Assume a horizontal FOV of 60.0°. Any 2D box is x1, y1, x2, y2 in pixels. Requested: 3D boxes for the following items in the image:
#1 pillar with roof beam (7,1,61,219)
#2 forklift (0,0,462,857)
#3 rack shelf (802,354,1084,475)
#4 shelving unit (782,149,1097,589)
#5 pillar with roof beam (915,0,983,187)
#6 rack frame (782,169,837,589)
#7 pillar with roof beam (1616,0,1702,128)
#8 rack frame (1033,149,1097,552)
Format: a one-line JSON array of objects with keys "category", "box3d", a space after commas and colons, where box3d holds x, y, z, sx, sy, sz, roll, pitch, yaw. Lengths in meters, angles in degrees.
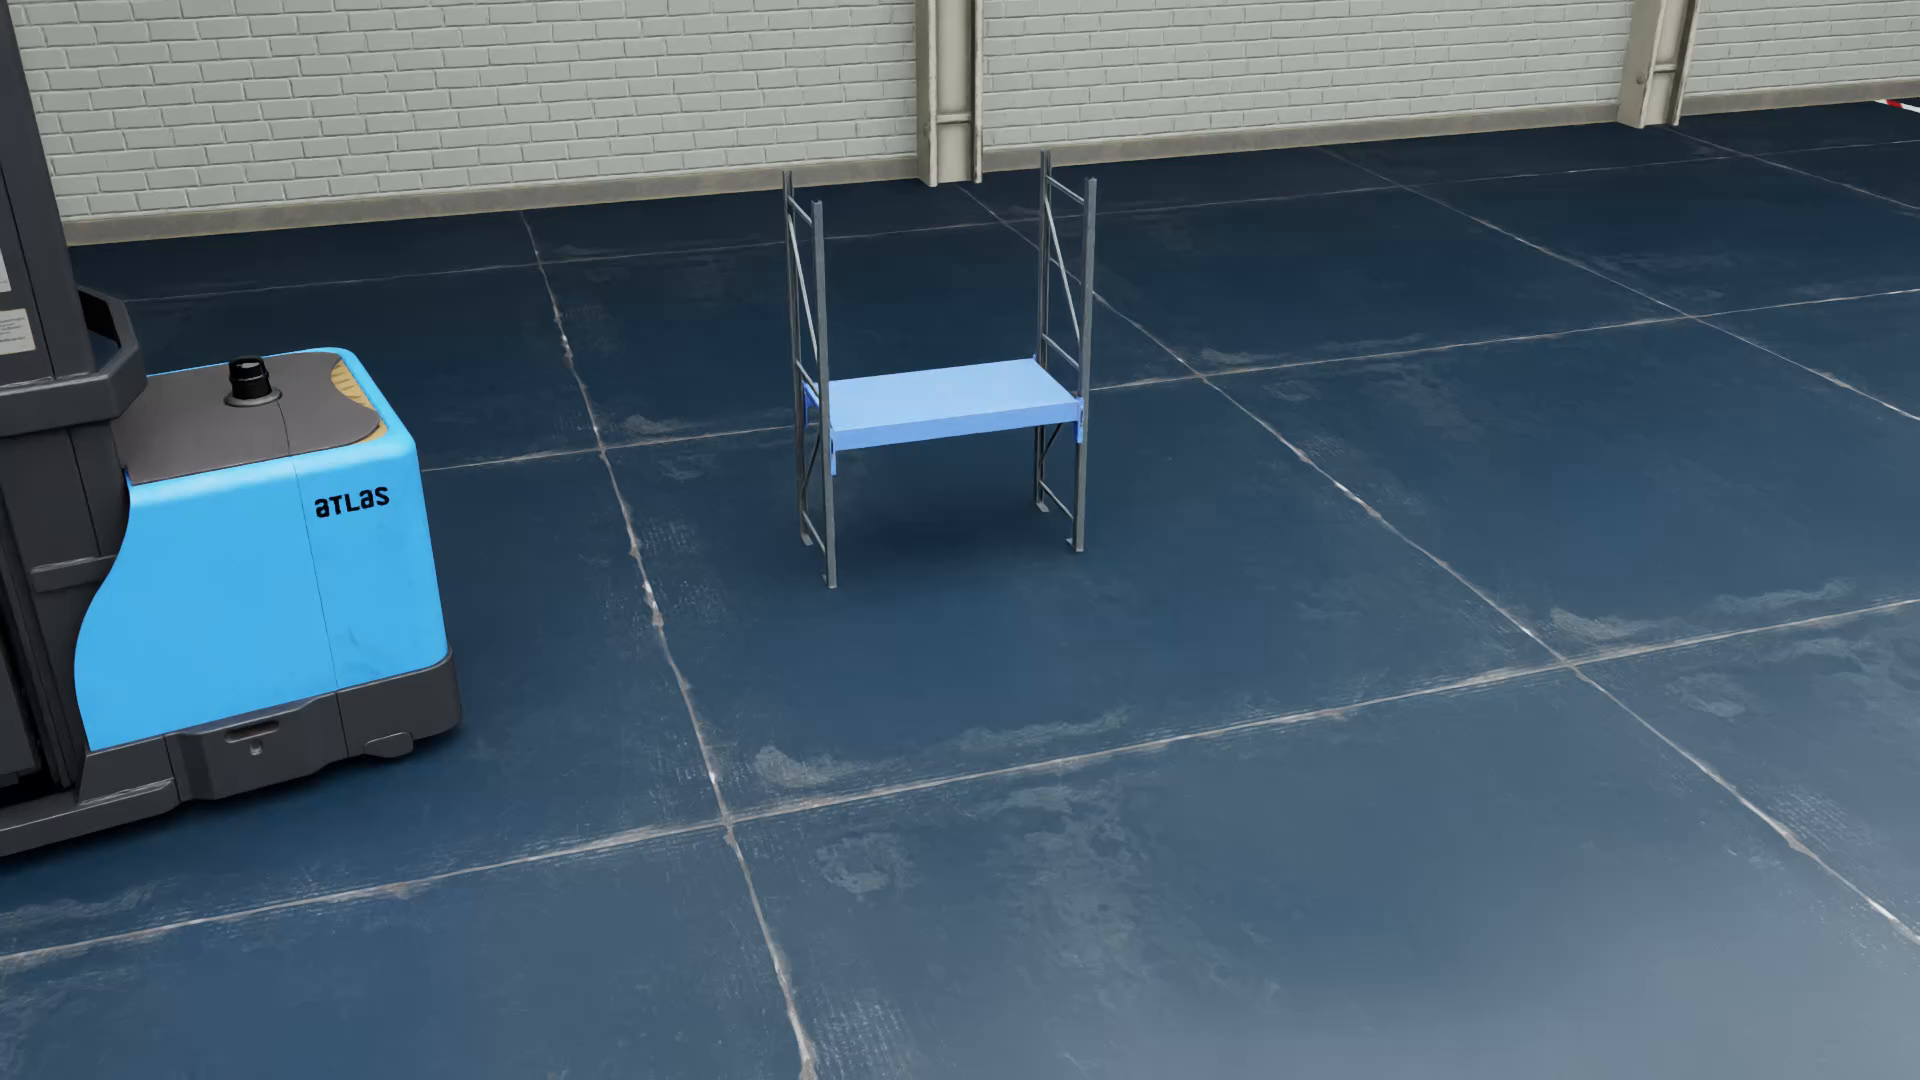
[{"category": "pillar with roof beam", "box3d": [-4.447, -3.981, 4.649, 0.400, 9.000, 9.100, -8, 28, -16]}, {"category": "forklift", "box3d": [-3.163, -0.520, 4.501, 3.031, 2.935, 1.130, -14, 30, -26]}, {"category": "rack shelf", "box3d": [-0.081, -0.499, 6.473, 1.000, 0.185, 0.538, -8, 28, -16]}, {"category": "shelving unit", "box3d": [-0.081, -0.660, 6.393, 1.048, 1.500, 0.538, -8, 28, -16]}, {"category": "pillar with roof beam", "box3d": [1.258, -4.807, 6.313, 0.400, 9.000, 9.100, -8, 28, -16]}, {"category": "rack frame", "box3d": [-0.564, -0.590, 6.252, 0.032, 1.500, 0.500, -8, 28, -16]}, {"category": "pillar with roof beam", "box3d": [6.963, -5.633, 7.978, 0.400, 9.000, 9.100, -8, 28, -16]}, {"category": "rack frame", "box3d": [0.402, -0.730, 6.534, 0.032, 1.500, 0.500, -8, 28, -16]}]
